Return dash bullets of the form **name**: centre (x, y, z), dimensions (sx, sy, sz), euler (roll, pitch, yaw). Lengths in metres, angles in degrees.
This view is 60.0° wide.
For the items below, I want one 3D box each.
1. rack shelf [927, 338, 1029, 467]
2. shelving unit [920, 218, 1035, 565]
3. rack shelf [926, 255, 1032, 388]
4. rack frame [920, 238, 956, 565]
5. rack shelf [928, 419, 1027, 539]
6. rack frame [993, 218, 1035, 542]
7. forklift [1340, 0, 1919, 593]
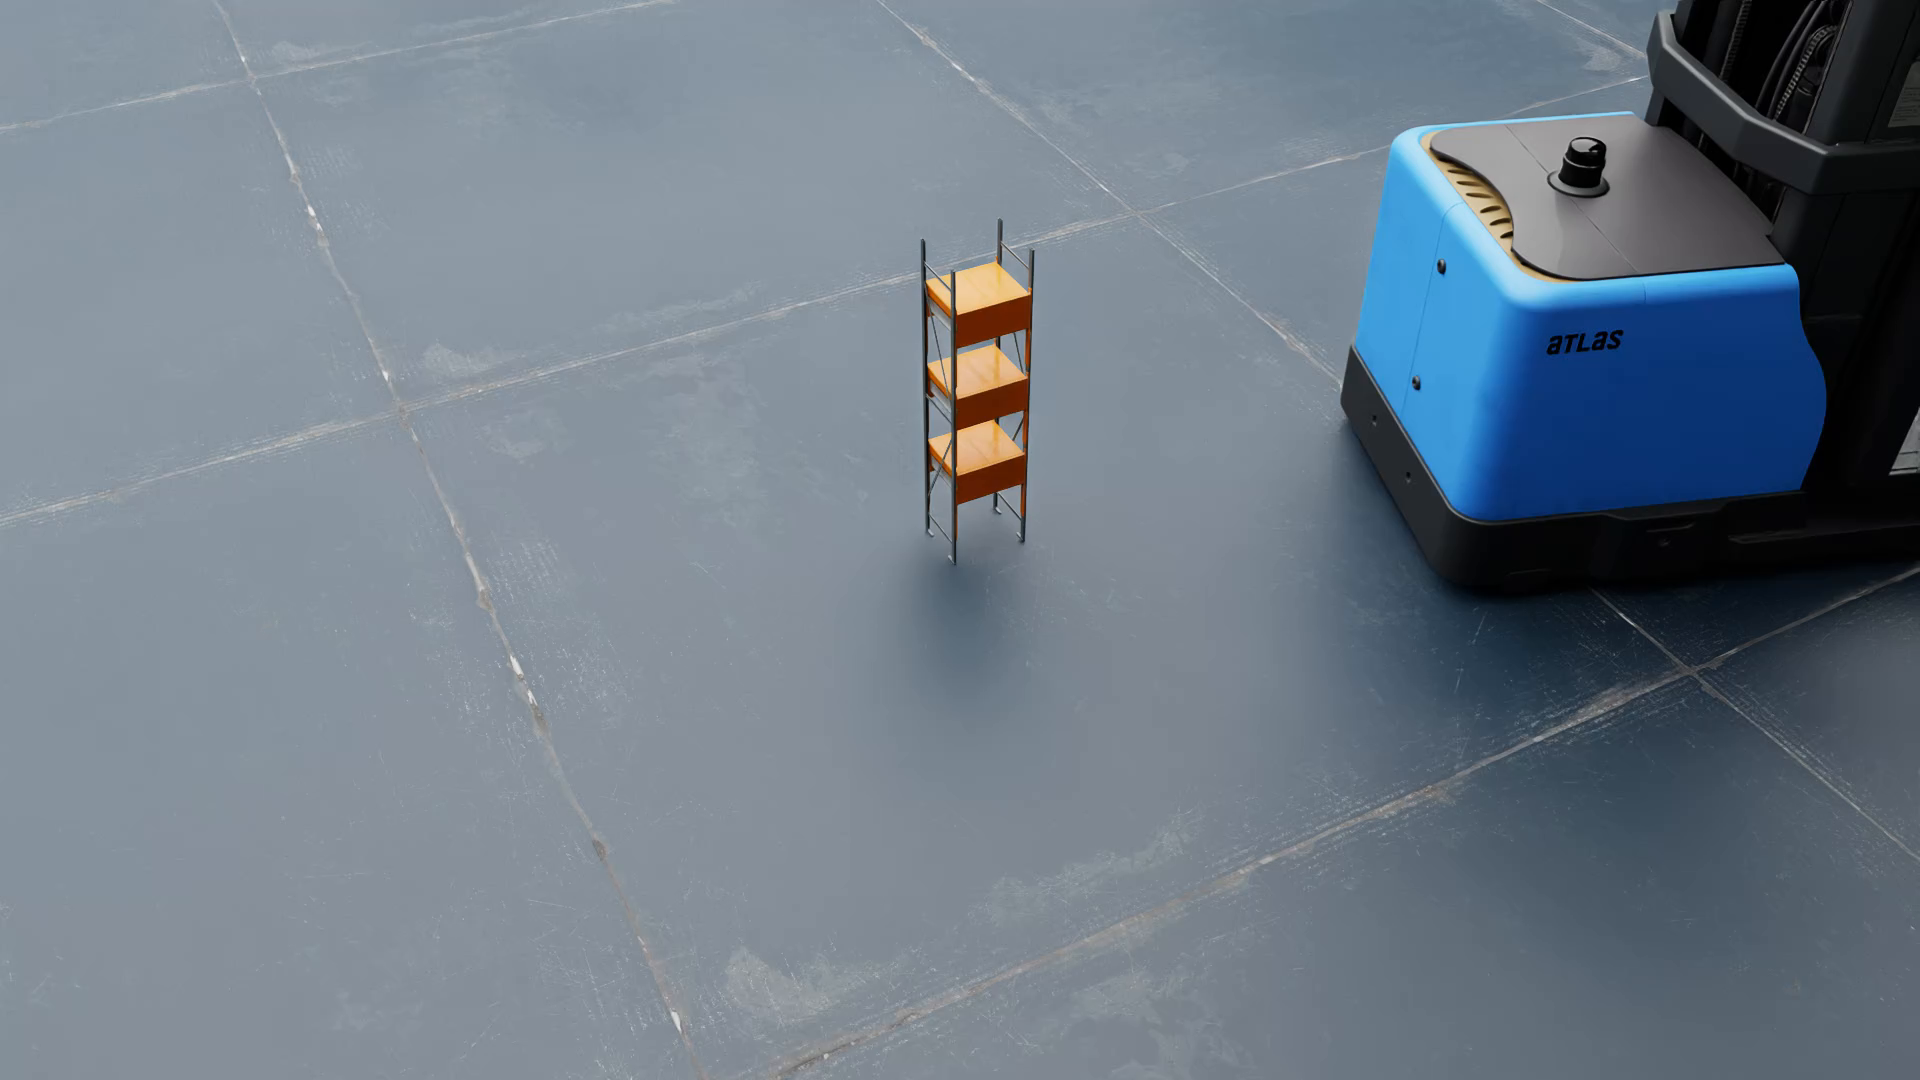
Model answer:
- **rack shelf**: centre (0.047, -0.409, 4.937), dimensions (0.240, 0.259, 0.215), euler (-19, 44, -21)
- **shelving unit**: centre (0.047, -0.417, 4.930), dimensions (0.252, 1.050, 0.215), euler (-19, 44, -21)
- **rack shelf**: centre (0.047, -0.625, 4.753), dimensions (0.240, 0.259, 0.215), euler (-19, 44, -21)
- **rack frame**: centre (-0.061, -0.380, 4.887), dimensions (0.008, 1.050, 0.200), euler (-19, 44, -21)
- **rack shelf**: centre (0.047, -0.196, 5.116), dimensions (0.240, 0.259, 0.215), euler (-19, 44, -21)
- **rack frame**: centre (0.156, -0.453, 4.973), dimensions (0.008, 1.050, 0.200), euler (-19, 44, -21)
- **forklift**: centre (2.864, -1.402, 4.637), dimensions (3.031, 2.935, 1.130), euler (-6, 41, -7)
